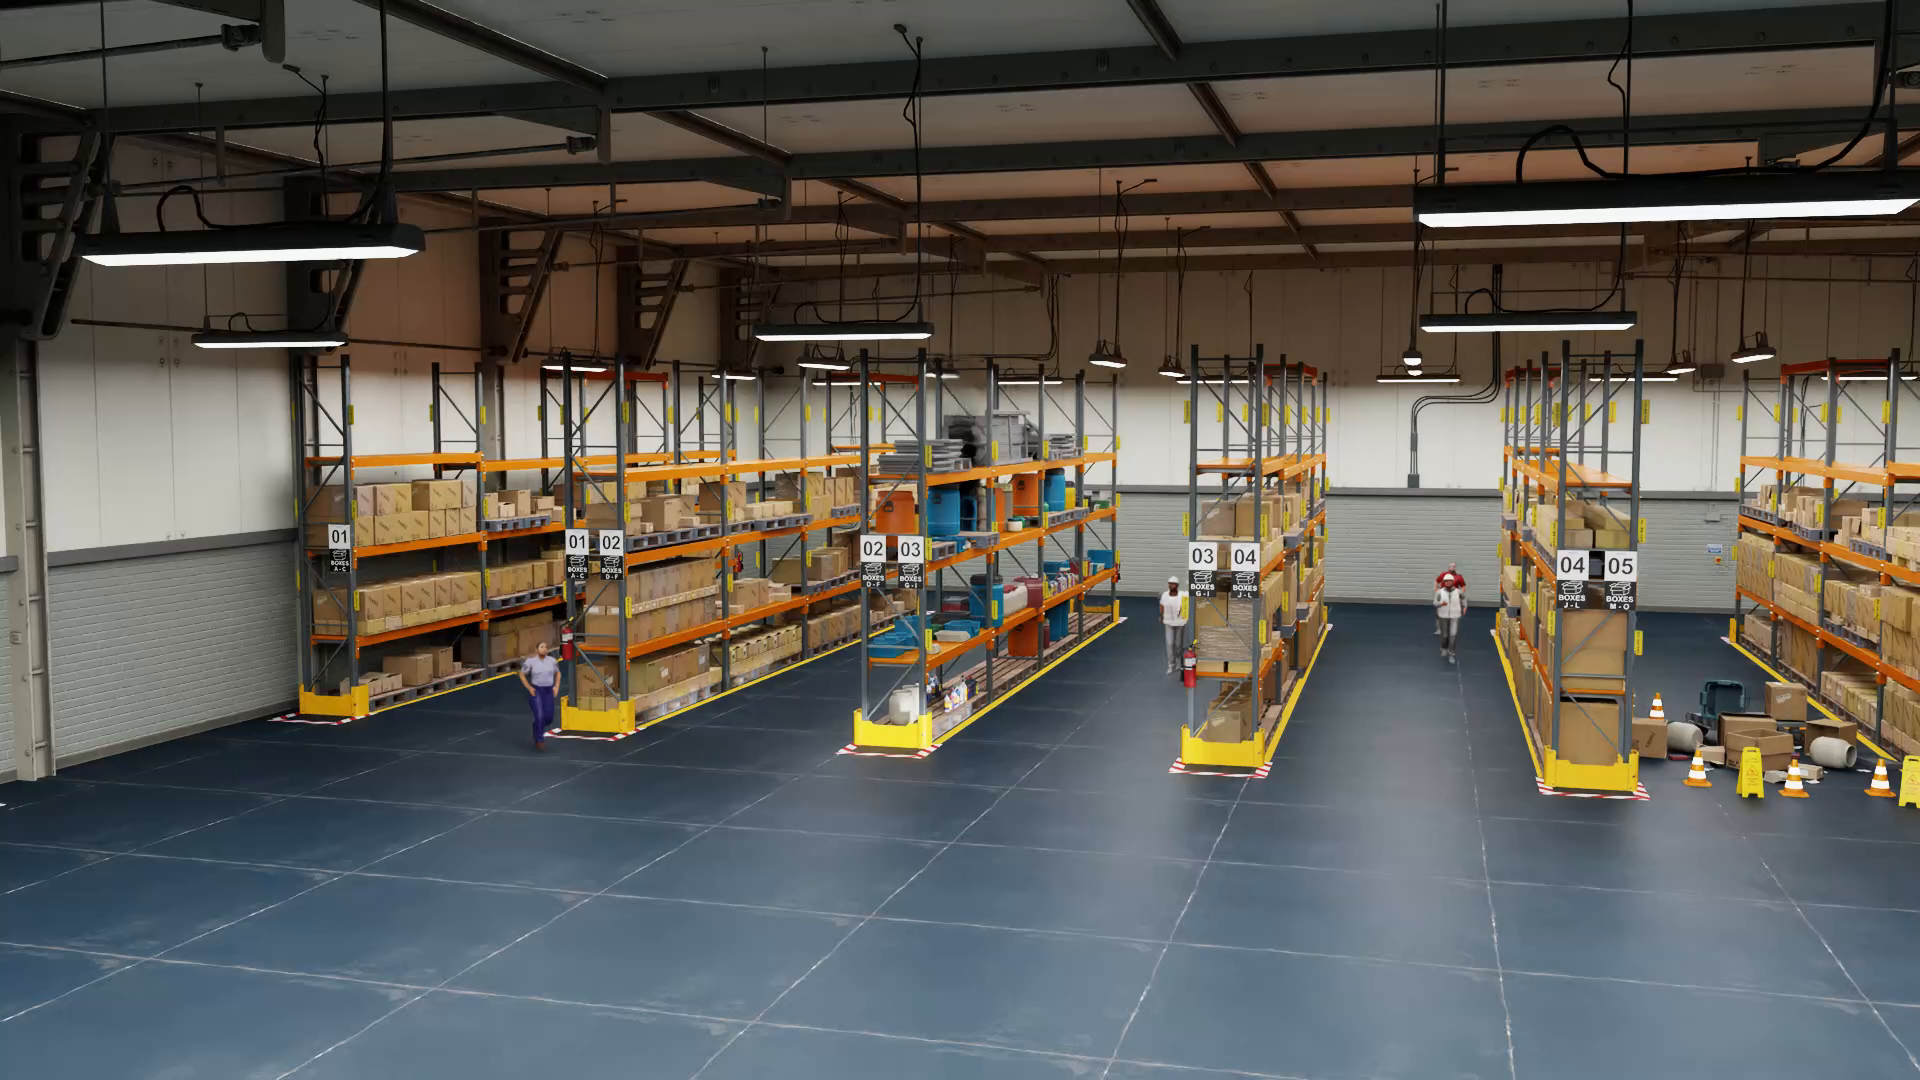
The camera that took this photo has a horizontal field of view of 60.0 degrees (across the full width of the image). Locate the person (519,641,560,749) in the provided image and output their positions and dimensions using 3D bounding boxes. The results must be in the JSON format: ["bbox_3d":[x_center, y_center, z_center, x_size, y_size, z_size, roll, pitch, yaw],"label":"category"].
[{"bbox_3d":[-6.348,2.328,25.203,0.636,1.617,0.598,-3,5,-35],"label":"person"}]

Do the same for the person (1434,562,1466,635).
[{"bbox_3d":[11.173,1.331,37.974,0.705,1.650,0.603,2,5,26],"label":"person"}]

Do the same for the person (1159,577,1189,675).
[{"bbox_3d":[3.955,1.559,30.539,0.689,1.780,0.797,2,5,21],"label":"person"}]

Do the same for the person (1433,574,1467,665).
[{"bbox_3d":[9.943,1.580,33.781,0.664,1.771,0.963,2,5,19],"label":"person"}]
